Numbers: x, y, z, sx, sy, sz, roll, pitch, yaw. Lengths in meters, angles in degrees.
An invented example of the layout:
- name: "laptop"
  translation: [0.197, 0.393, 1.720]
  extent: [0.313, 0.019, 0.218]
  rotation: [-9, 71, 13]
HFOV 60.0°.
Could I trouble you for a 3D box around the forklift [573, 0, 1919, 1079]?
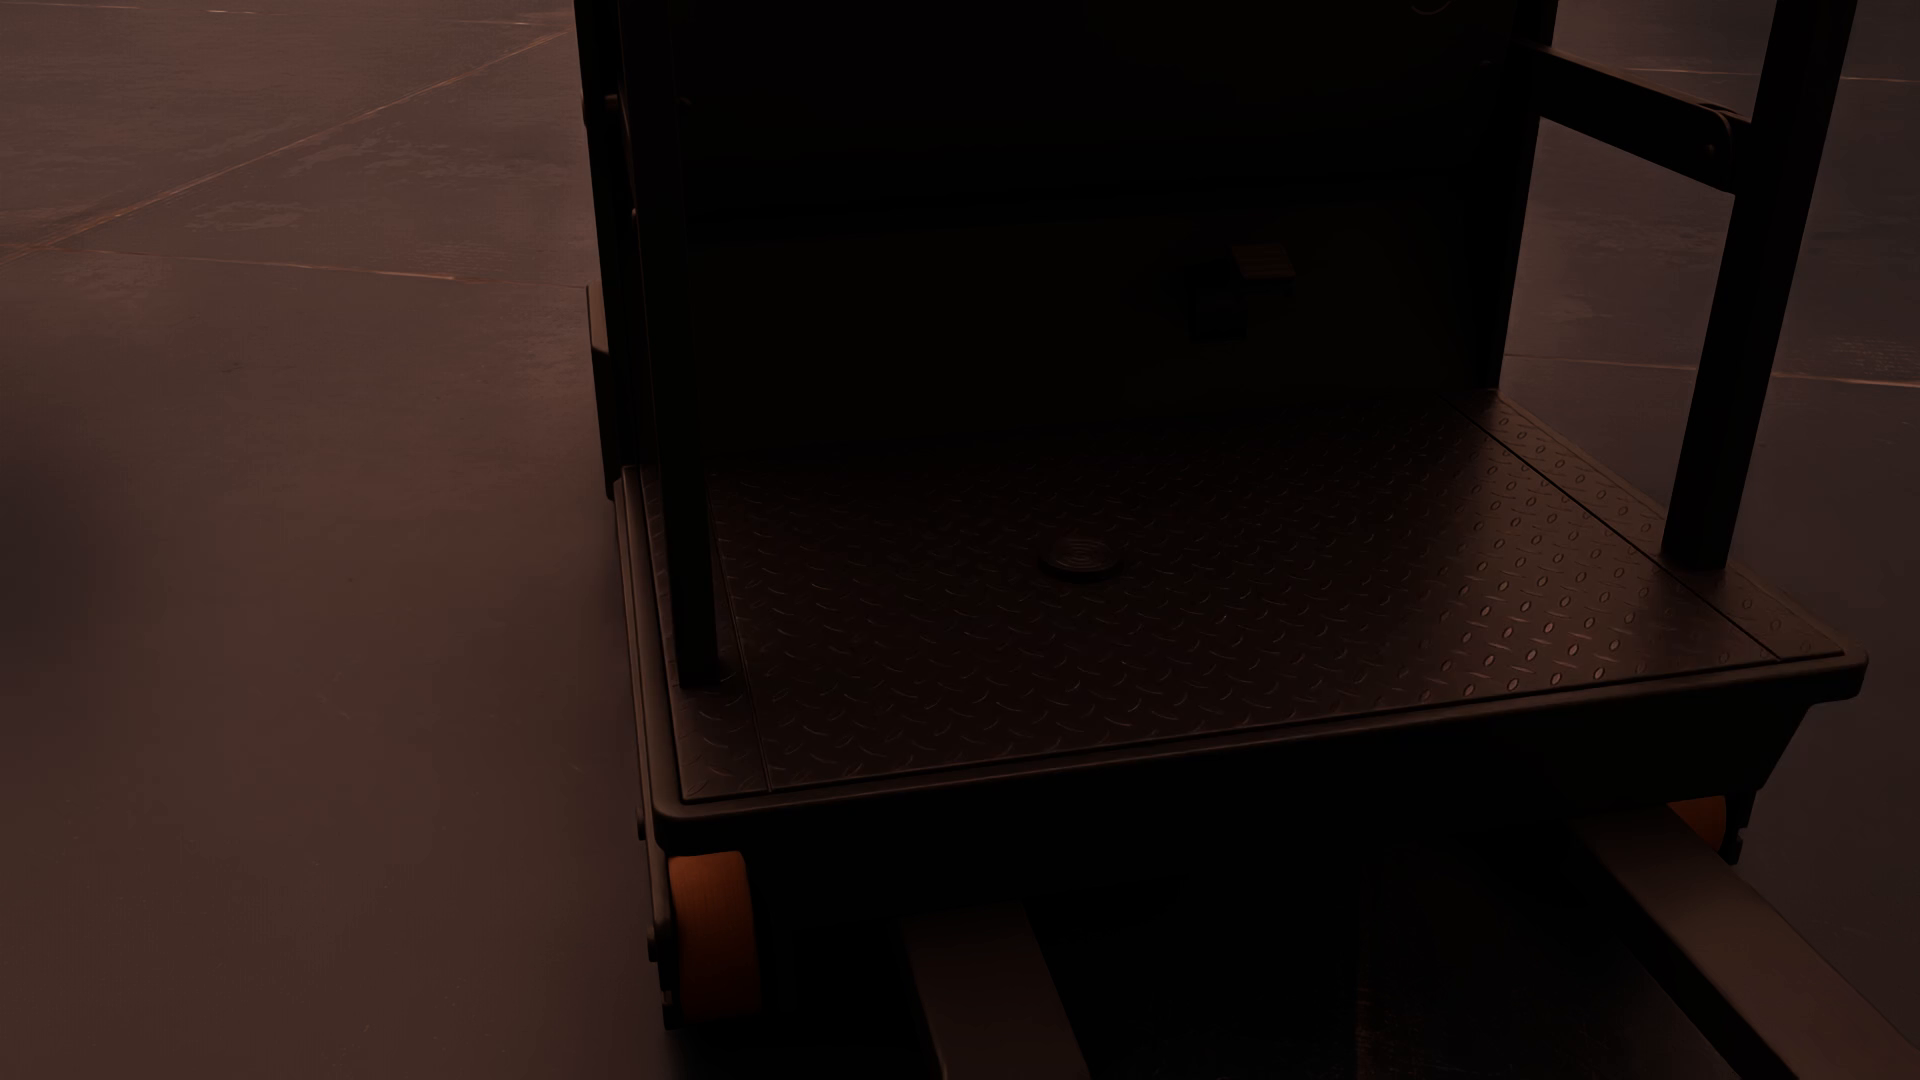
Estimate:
- name: "forklift"
  translation: [0.191, -1.036, 1.299]
  extent: [1.130, 2.935, 3.031]
  rotation: [-6, 27, -11]
